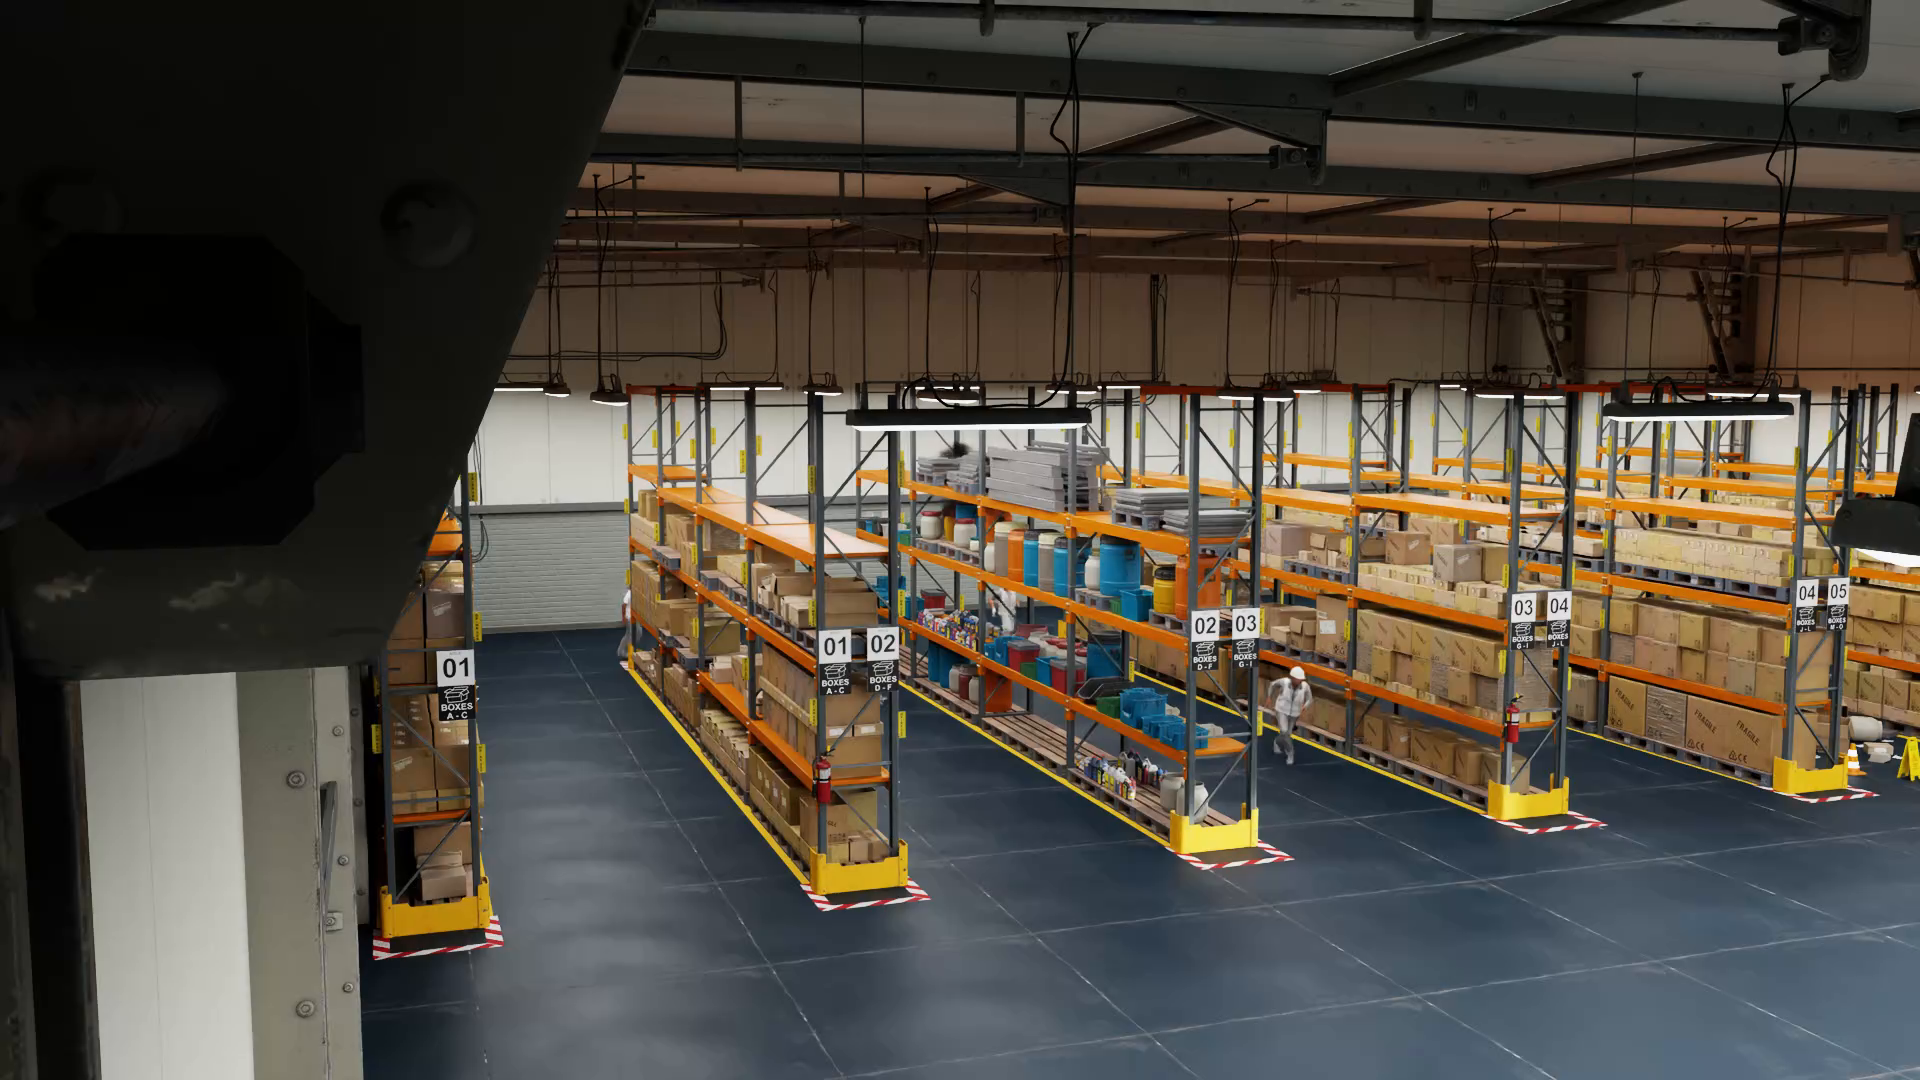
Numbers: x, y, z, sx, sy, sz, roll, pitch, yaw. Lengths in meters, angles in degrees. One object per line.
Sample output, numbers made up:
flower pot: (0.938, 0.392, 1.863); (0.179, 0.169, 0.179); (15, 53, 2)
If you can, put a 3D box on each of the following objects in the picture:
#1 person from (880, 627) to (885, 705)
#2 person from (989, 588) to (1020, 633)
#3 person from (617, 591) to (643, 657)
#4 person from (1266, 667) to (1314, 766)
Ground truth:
person: (-1.502, 2.353, 31.401); (0.753, 1.536, 0.582); (5, 8, 38)
person: (1.046, 1.680, 36.450); (0.649, 1.783, 0.702); (-4, 7, -31)
person: (-7.178, 1.702, 36.346); (0.686, 1.734, 0.661); (0, 6, 3)
person: (5.289, 2.761, 26.729); (0.673, 1.593, 1.096); (0, 6, -3)
